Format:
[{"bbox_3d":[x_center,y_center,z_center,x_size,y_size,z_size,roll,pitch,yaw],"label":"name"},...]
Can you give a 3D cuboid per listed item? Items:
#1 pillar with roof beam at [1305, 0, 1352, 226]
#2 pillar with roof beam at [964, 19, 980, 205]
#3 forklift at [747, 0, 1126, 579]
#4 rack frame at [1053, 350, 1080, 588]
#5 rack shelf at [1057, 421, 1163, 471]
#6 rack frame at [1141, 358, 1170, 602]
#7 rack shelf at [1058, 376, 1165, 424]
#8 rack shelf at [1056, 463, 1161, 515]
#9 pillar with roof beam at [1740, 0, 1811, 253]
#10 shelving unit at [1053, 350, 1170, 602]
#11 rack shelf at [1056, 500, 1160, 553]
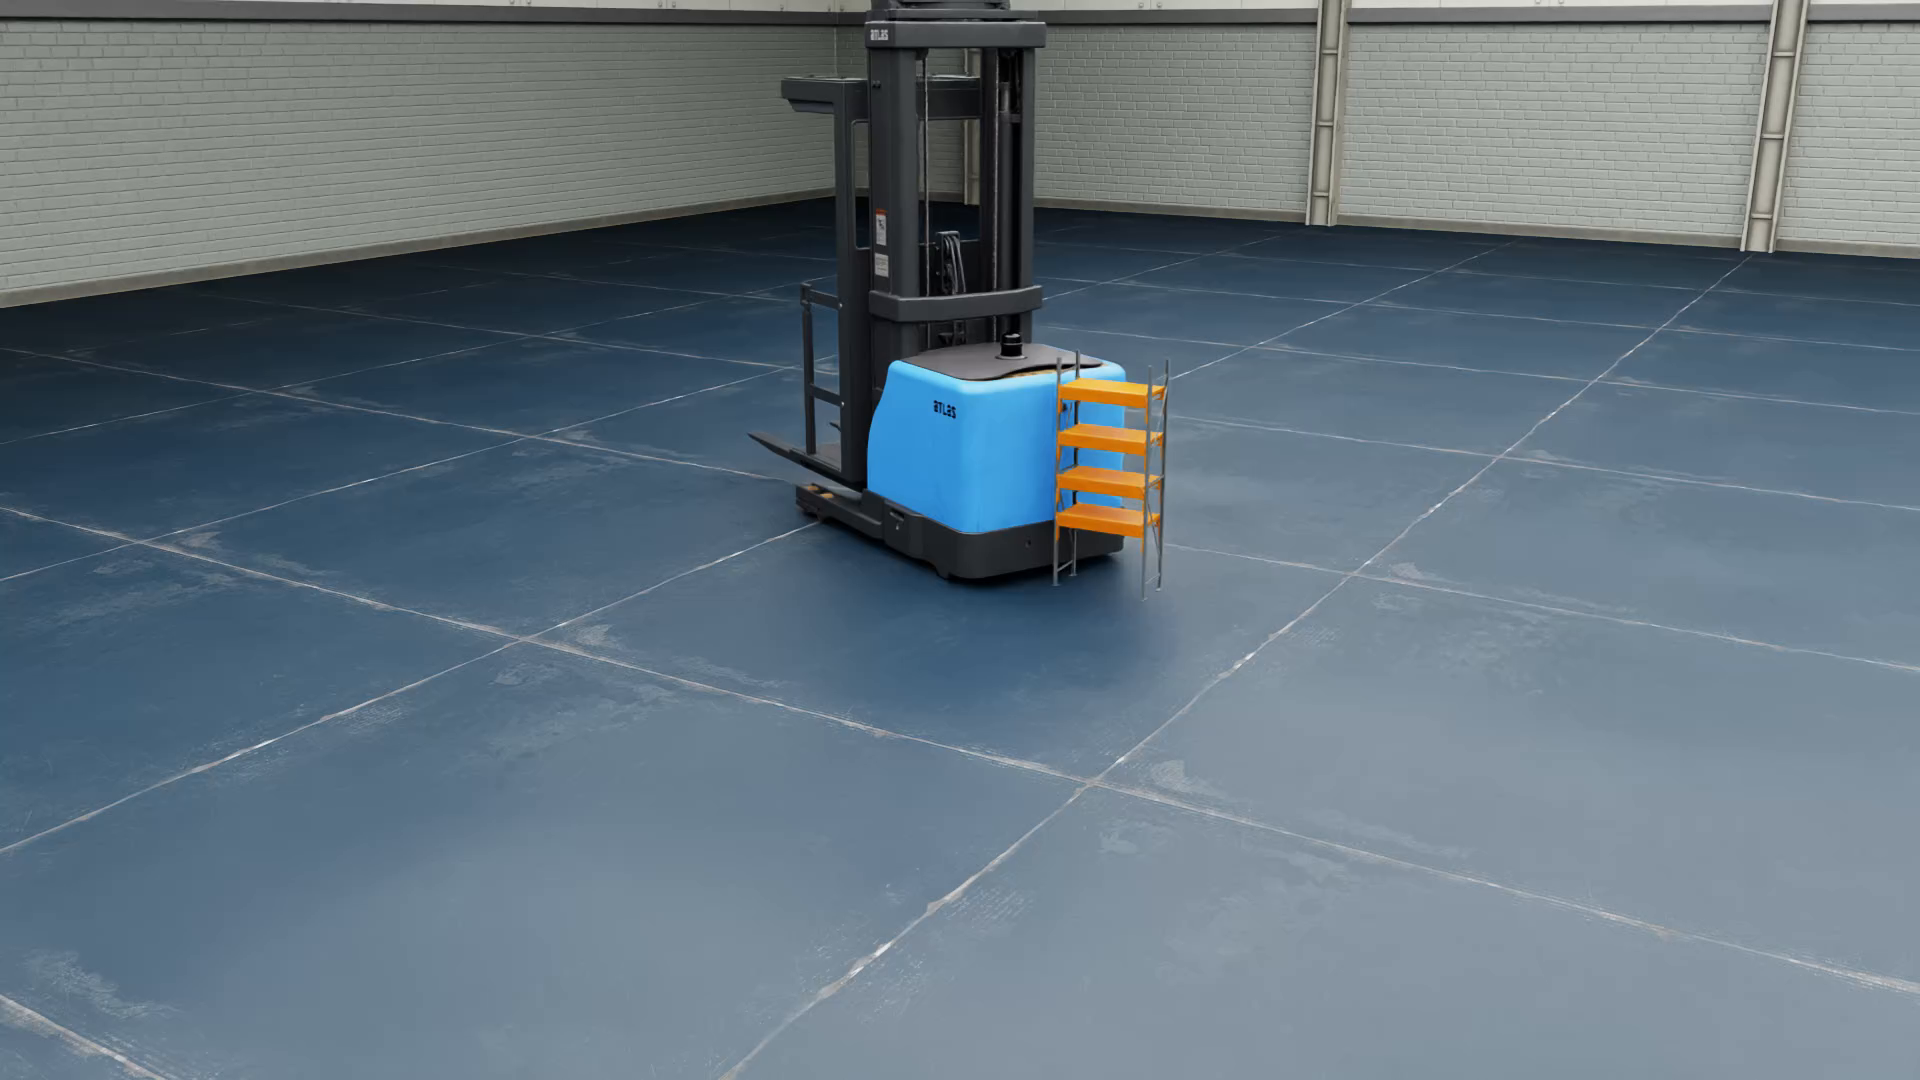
[{"bbox_3d":[3.174,-7.977,20.159,0.400,9.000,9.100,10,20,30],"label":"pillar with roof beam"},{"bbox_3d":[-1.938,-8.890,23.164,0.400,9.000,9.100,10,20,30],"label":"pillar with roof beam"},{"bbox_3d":[-0.319,-1.578,9.532,1.130,2.935,3.031,-10,20,-30],"label":"forklift"},{"bbox_3d":[0.544,-0.360,8.502,0.015,1.200,0.240,9,19,27],"label":"rack frame"},{"bbox_3d":[0.758,-0.476,8.344,0.480,0.148,0.258,9,19,27],"label":"rack shelf"},{"bbox_3d":[0.972,-0.292,8.277,0.015,1.200,0.240,9,19,27],"label":"rack frame"},{"bbox_3d":[0.758,-0.702,8.275,0.480,0.148,0.258,9,19,27],"label":"rack shelf"},{"bbox_3d":[0.758,-0.261,8.409,0.480,0.148,0.258,9,19,27],"label":"rack shelf"},{"bbox_3d":[8.287,-7.064,17.155,0.400,9.000,9.100,10,20,30],"label":"pillar with roof beam"},{"bbox_3d":[0.758,-0.326,8.390,0.503,1.200,0.258,9,19,27],"label":"shelving unit"},{"bbox_3d":[0.758,-0.071,8.467,0.480,0.148,0.258,9,19,27],"label":"rack shelf"}]
